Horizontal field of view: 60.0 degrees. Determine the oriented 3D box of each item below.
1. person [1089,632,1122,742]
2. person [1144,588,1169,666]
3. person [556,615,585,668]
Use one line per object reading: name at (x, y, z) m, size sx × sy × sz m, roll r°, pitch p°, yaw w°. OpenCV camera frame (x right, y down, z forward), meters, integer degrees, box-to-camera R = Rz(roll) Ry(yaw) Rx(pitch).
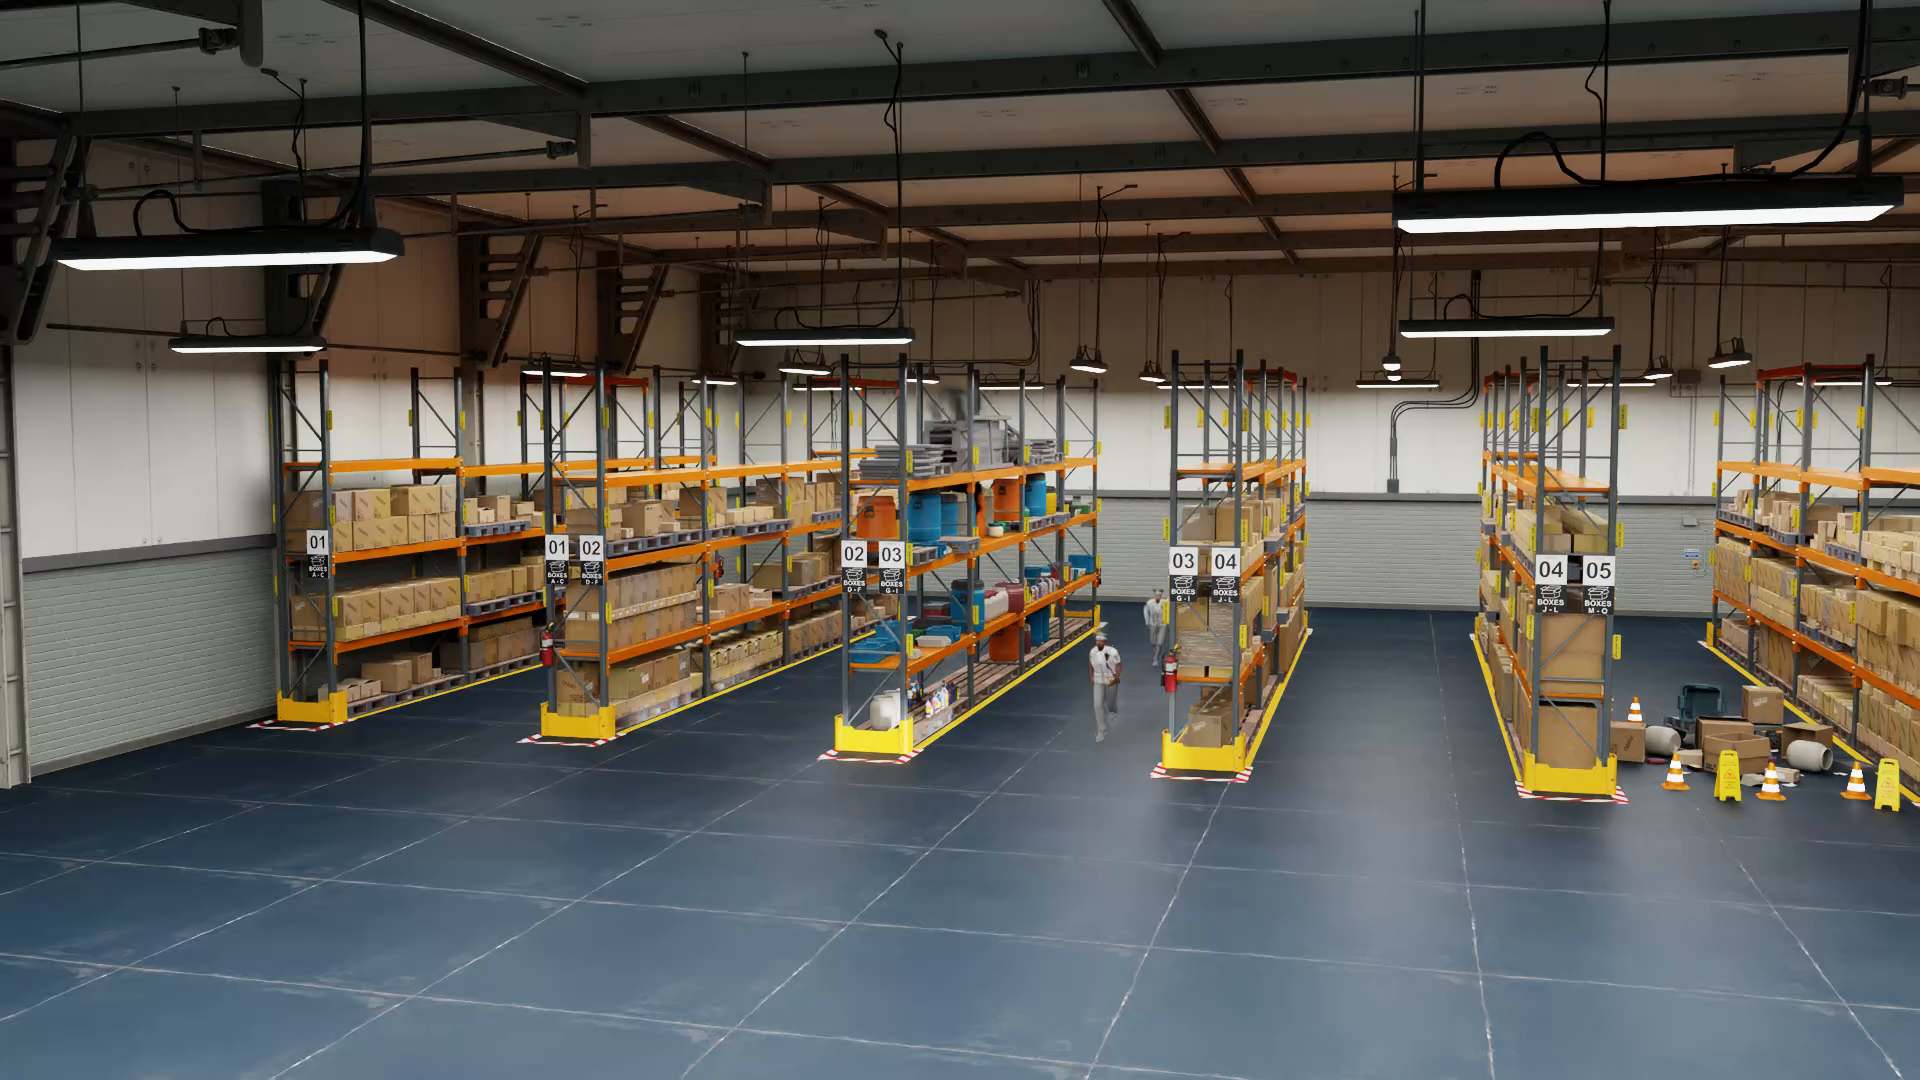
person at (2.283, 2.250, 26.071) m, size 0.575 × 1.691 × 0.963 m, roll 2°, pitch 4°, yaw 20°
person at (4.052, 1.770, 34.032) m, size 0.607 × 1.619 × 0.687 m, roll 1°, pitch 4°, yaw 10°
person at (-6.901, 1.986, 29.794) m, size 0.668 × 1.855 × 0.861 m, roll 0°, pitch 4°, yaw 6°
